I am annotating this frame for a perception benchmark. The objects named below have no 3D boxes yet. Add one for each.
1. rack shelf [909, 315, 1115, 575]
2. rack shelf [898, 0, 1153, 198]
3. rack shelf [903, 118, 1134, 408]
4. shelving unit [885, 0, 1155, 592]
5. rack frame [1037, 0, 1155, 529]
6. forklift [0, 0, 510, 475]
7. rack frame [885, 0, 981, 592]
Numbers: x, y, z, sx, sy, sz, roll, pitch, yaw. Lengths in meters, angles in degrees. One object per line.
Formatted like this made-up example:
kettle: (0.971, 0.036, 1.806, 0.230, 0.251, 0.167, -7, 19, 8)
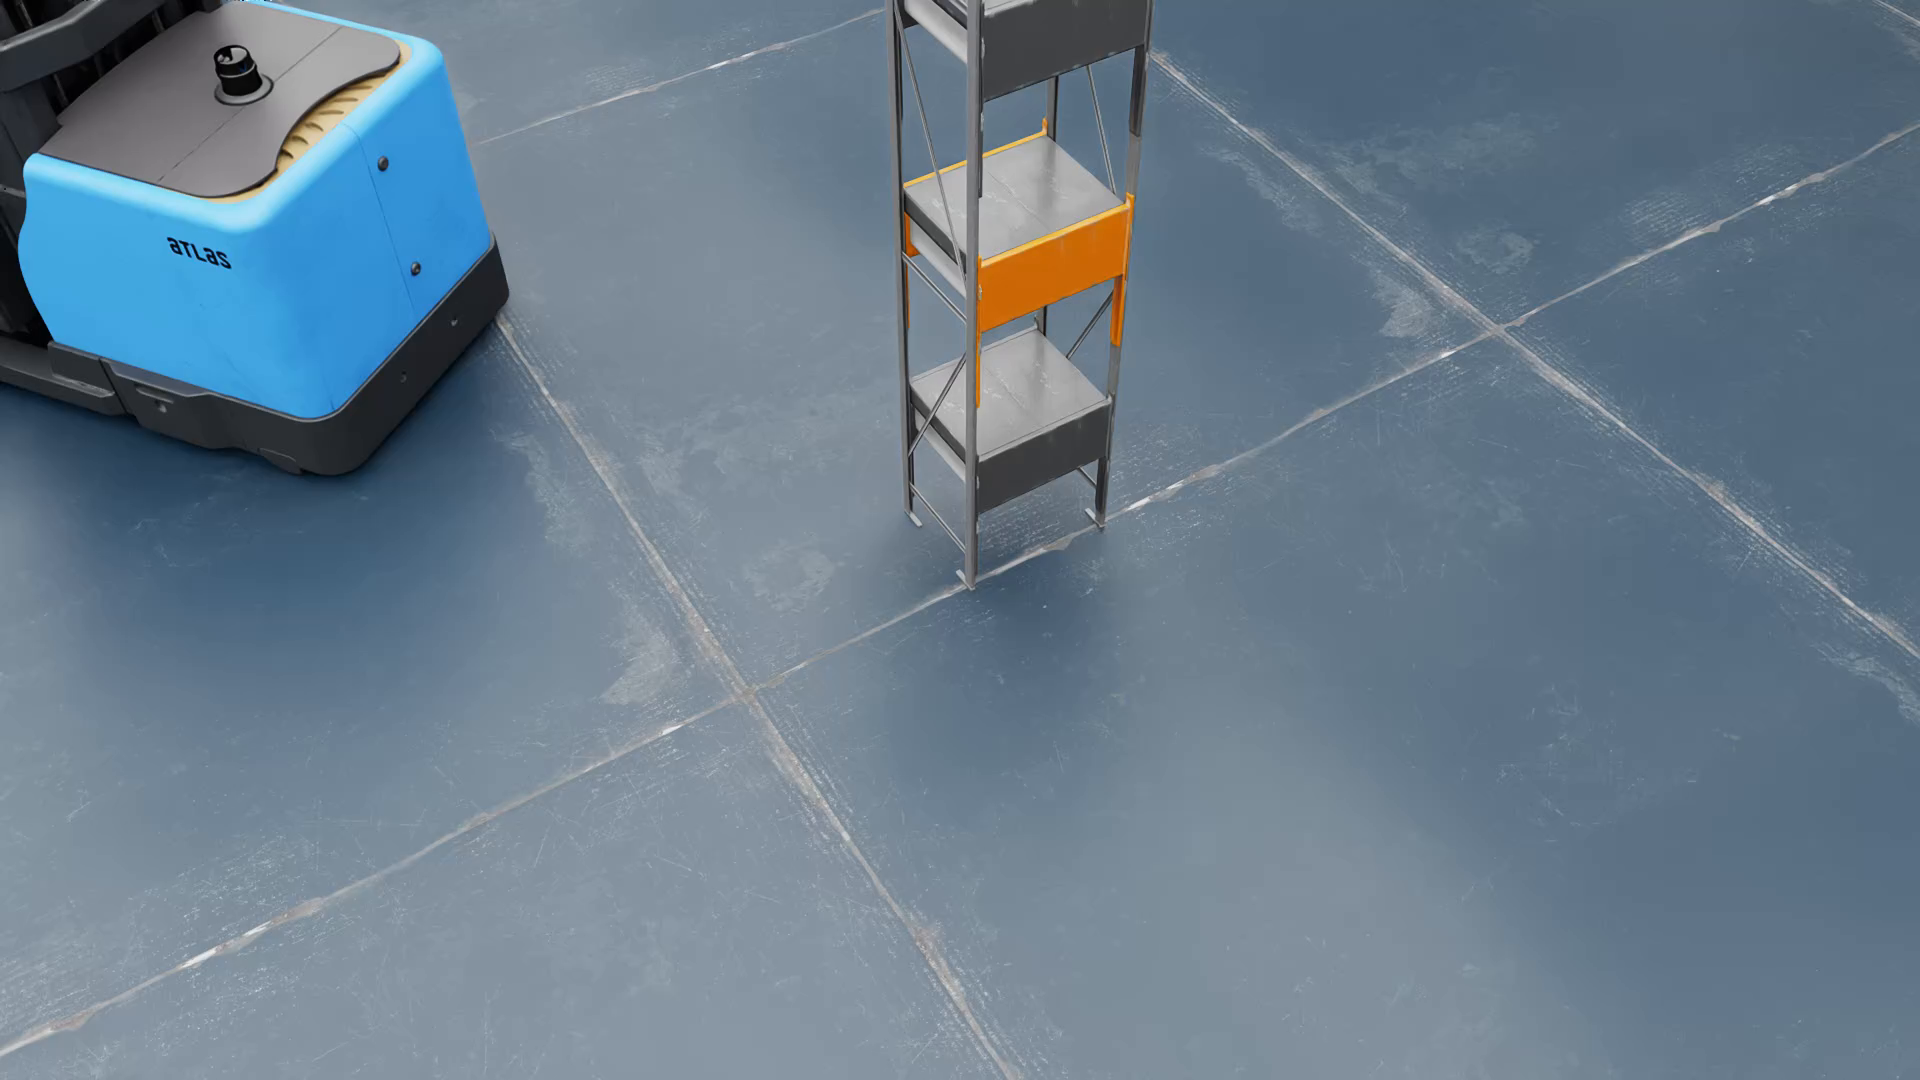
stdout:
rack shelf: (0.140, -0.290, 5.058, 0.480, 0.518, 0.431, -25, 53, -21)
rack shelf: (0.140, -1.221, 4.012, 0.480, 0.518, 0.431, -25, 53, -21)
rack shelf: (0.140, -0.755, 4.535, 0.480, 0.518, 0.431, -25, 53, -21)
shelving unit: (0.140, -0.764, 4.525, 0.503, 2.100, 0.431, -25, 53, -21)
rack frame: (0.346, -0.861, 4.611, 0.015, 2.100, 0.400, -25, 53, -21)
forklift: (-3.176, -1.893, 4.973, 3.031, 2.935, 1.130, 17, 50, 14)
rack frame: (-0.066, -0.667, 4.438, 0.015, 2.100, 0.400, -25, 53, -21)
